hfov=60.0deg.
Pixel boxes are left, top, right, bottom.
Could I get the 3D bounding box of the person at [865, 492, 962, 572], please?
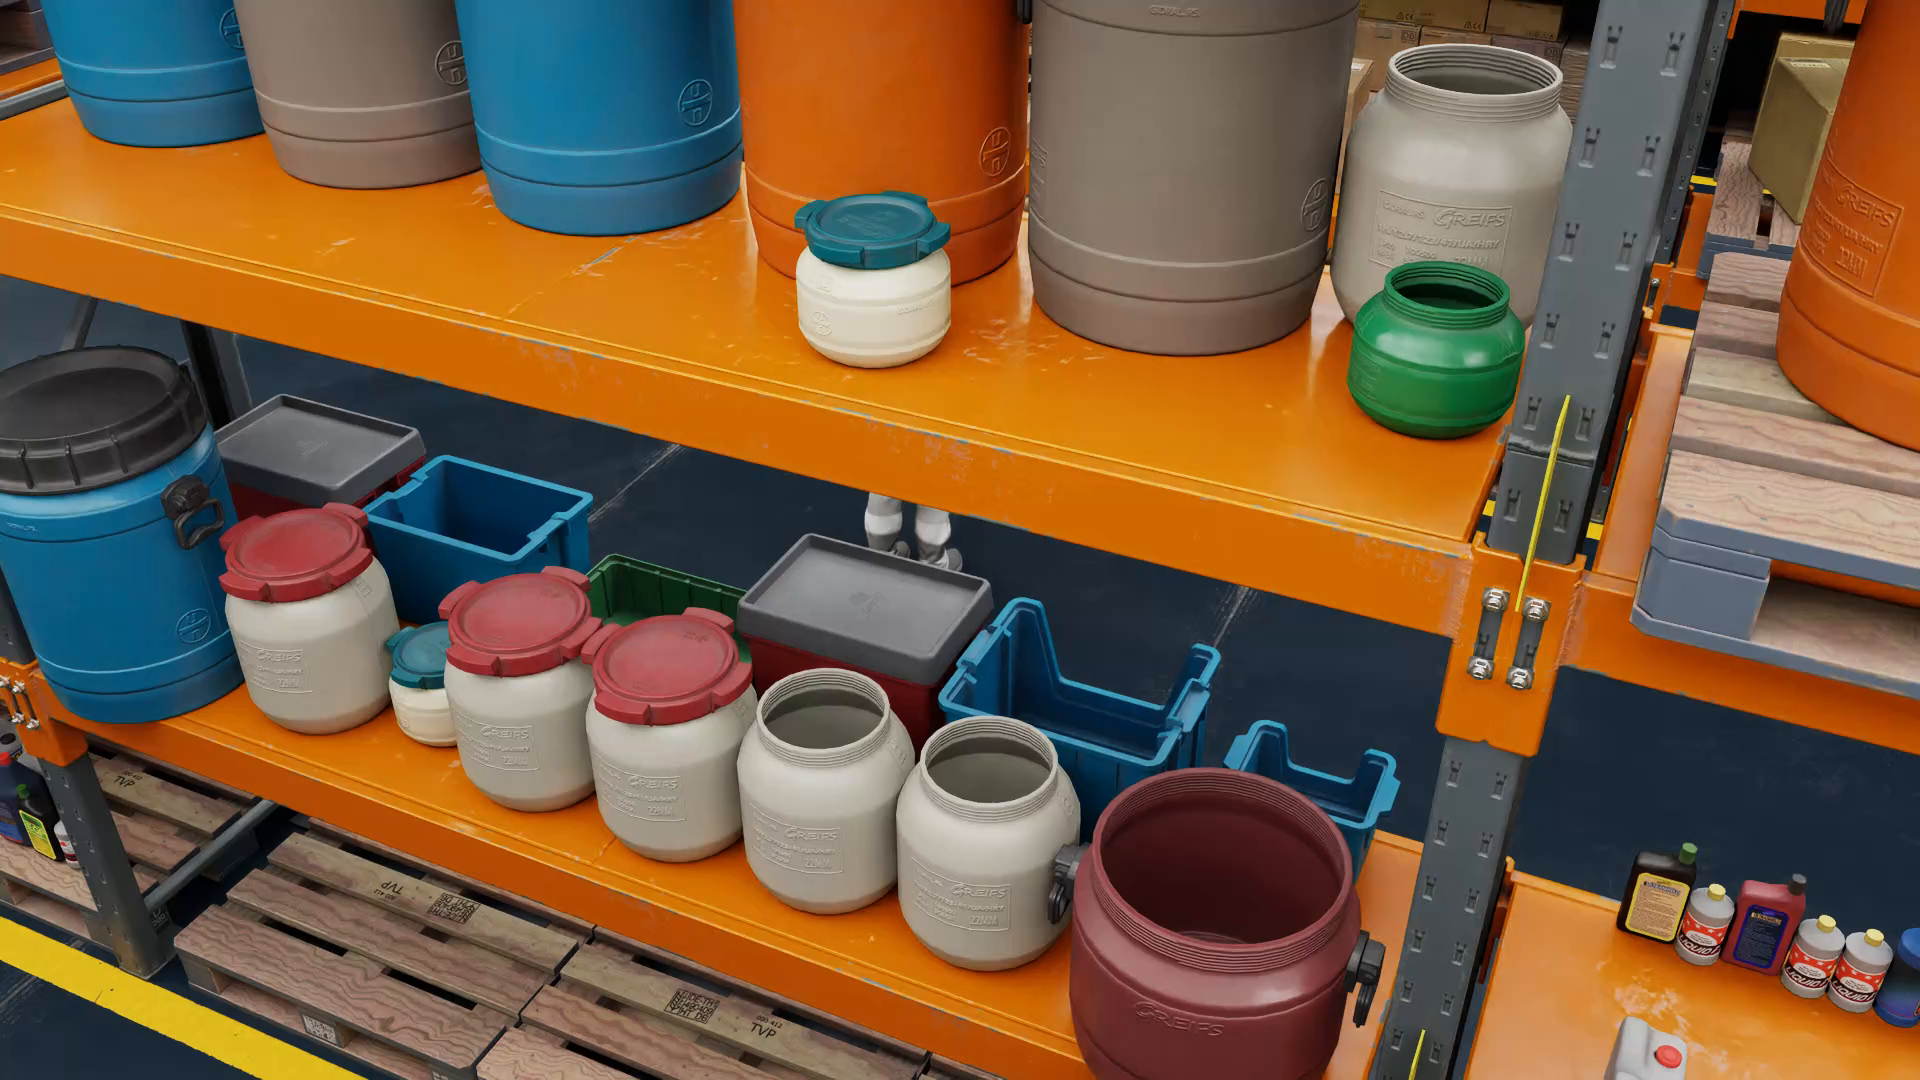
[{"bbox_3d":[-0.194,-0.614,7.056,0.493,1.782,0.560,15,36,21],"label":"person"}]
